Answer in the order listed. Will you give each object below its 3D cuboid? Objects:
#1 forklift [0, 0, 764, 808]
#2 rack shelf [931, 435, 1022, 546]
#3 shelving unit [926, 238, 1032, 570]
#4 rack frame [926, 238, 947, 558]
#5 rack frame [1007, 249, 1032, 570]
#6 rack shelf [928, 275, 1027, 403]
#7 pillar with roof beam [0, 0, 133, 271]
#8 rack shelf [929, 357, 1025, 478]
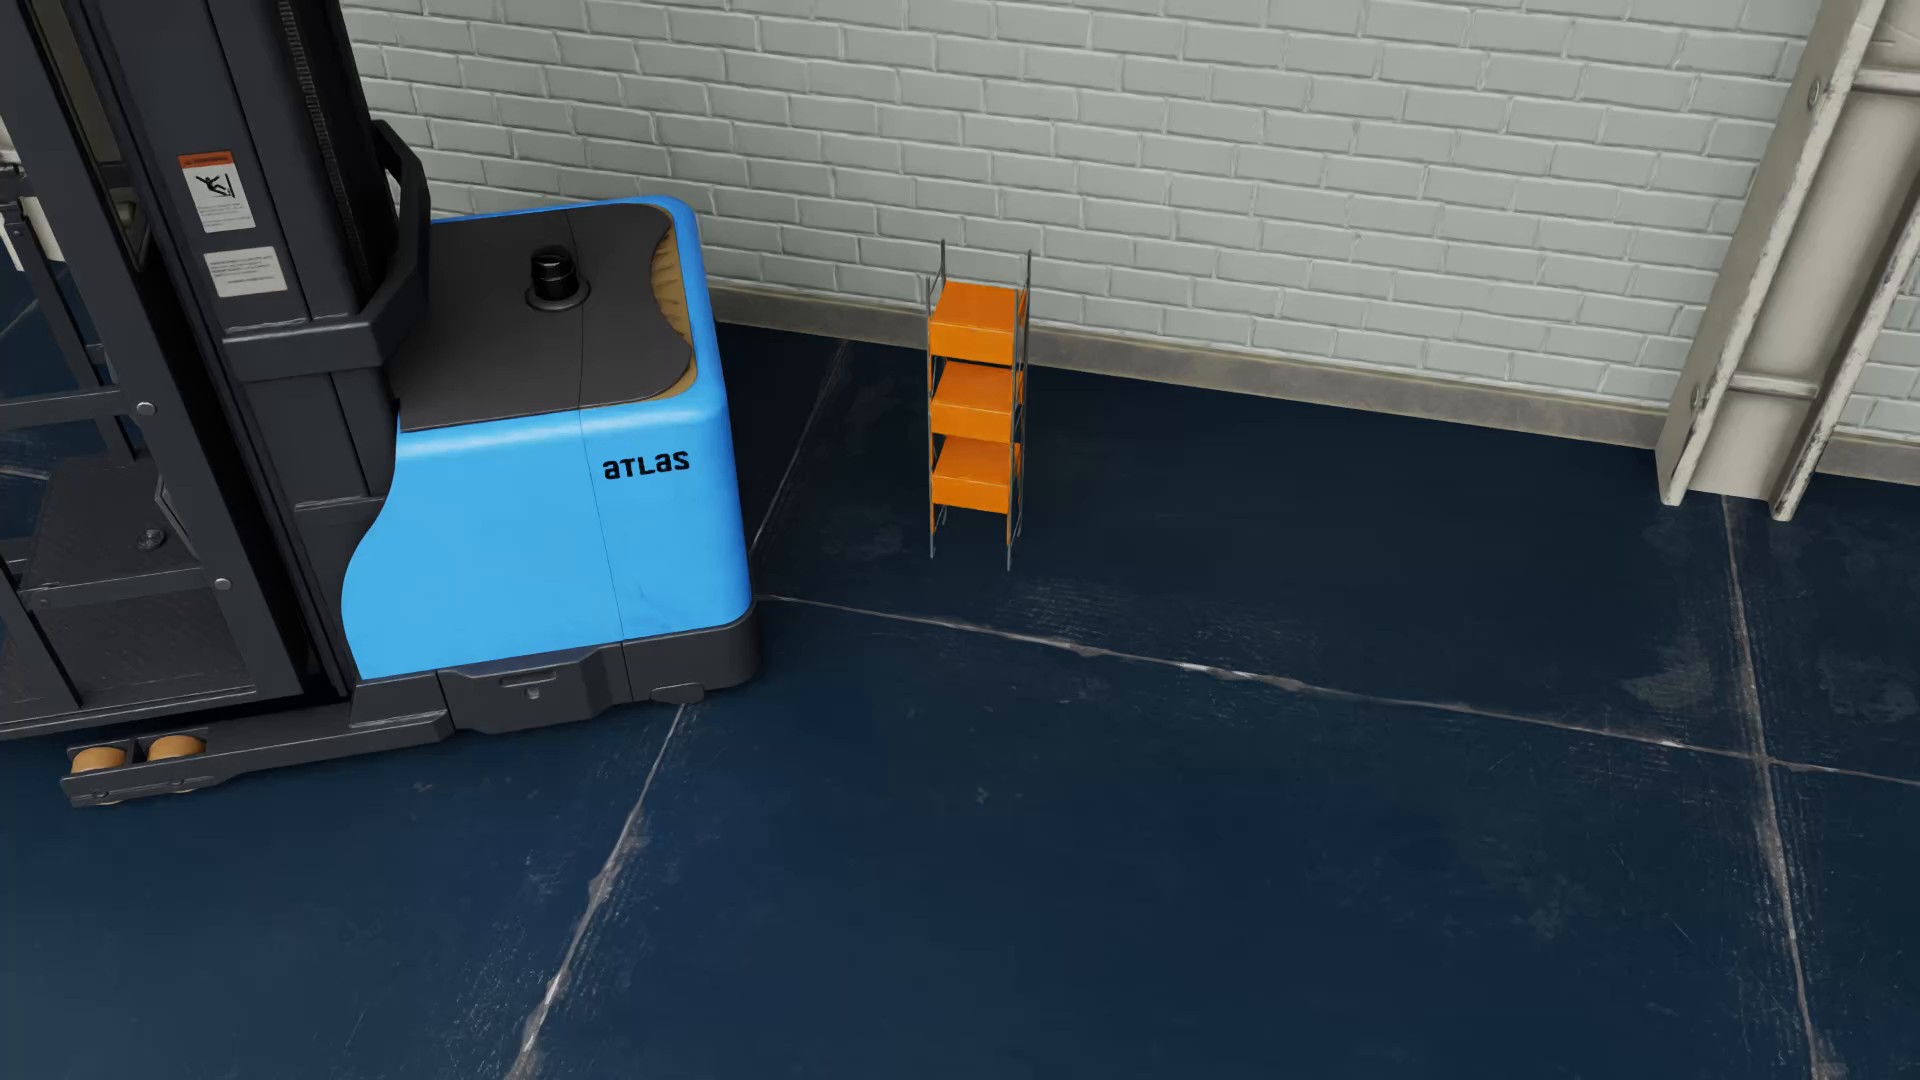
[{"bbox_3d":[-2.137,-0.741,3.906,3.031,2.935,1.130,-8,45,-9],"label":"forklift"},{"bbox_3d":[0.052,-0.162,5.078,0.240,0.259,0.215,9,45,9],"label":"rack shelf"},{"bbox_3d":[0.052,-0.370,4.877,0.252,1.050,0.215,9,45,9],"label":"shelving unit"},{"bbox_3d":[-0.067,-0.389,4.897,0.008,1.050,0.200,9,45,9],"label":"rack frame"},{"bbox_3d":[0.171,-0.352,4.858,0.008,1.050,0.200,9,45,9],"label":"rack frame"},{"bbox_3d":[0.052,-0.567,4.688,0.240,0.259,0.215,9,45,9],"label":"rack shelf"},{"bbox_3d":[-4.301,-1.429,0.246,0.400,9.000,9.100,9,45,9],"label":"pillar with roof beam"},{"bbox_3d":[0.052,-0.363,4.885,0.240,0.259,0.215,9,45,9],"label":"rack shelf"}]
